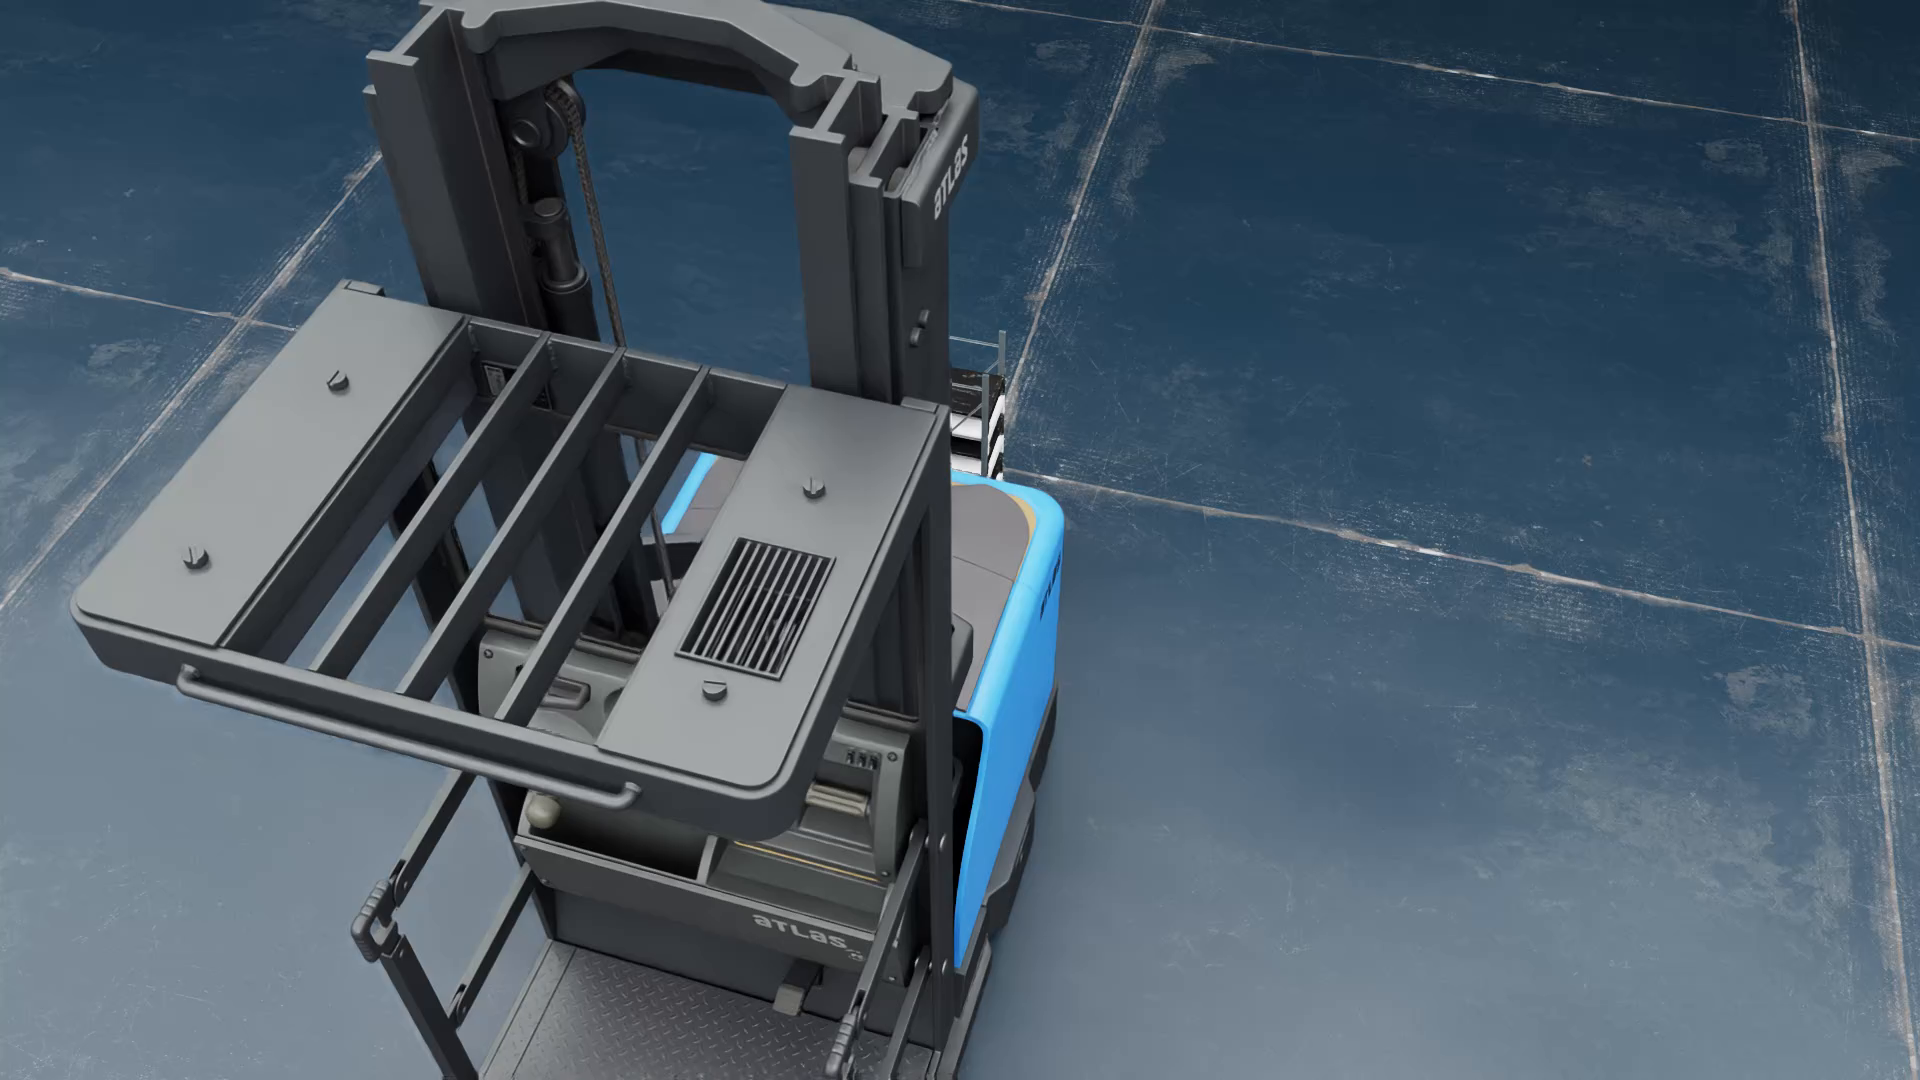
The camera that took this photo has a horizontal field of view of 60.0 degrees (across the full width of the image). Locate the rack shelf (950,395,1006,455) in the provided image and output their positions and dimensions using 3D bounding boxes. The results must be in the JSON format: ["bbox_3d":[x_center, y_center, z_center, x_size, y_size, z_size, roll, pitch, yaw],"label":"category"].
[{"bbox_3d":[-0.002,-0.389,5.297,0.258,0.077,0.200,12,50,10],"label":"rack shelf"}]

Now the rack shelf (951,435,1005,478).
[{"bbox_3d":[-0.002,-0.270,5.432,0.258,0.077,0.200,12,50,10],"label":"rack shelf"}]

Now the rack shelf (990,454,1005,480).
[{"bbox_3d":[-0.002,-0.210,5.500,0.258,0.077,0.200,12,50,10],"label":"rack shelf"}]

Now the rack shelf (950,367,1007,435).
[{"bbox_3d":[-0.002,-0.449,5.230,0.258,0.077,0.200,12,50,10],"label":"rack shelf"}]

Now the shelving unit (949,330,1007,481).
[{"bbox_3d":[-0.002,-0.292,5.407,0.258,0.900,0.210,12,50,10],"label":"shelving unit"}]

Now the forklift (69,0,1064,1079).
[{"bbox_3d":[-0.621,0.571,3.291,1.130,2.935,3.031,13,50,11],"label":"forklift"}]

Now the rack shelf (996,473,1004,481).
[{"bbox_3d":[-0.002,-0.151,5.567,0.258,0.077,0.200,12,50,10],"label":"rack shelf"}]

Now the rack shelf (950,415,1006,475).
[{"bbox_3d":[-0.002,-0.329,5.365,0.258,0.077,0.200,12,50,10],"label":"rack shelf"}]

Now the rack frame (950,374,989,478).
[{"bbox_3d":[-0.029,-0.218,5.343,0.240,0.900,0.006,12,50,10],"label":"rack frame"}]

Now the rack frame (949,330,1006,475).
[{"bbox_3d":[0.025,-0.365,5.472,0.240,0.900,0.006,12,50,10],"label":"rack frame"}]
